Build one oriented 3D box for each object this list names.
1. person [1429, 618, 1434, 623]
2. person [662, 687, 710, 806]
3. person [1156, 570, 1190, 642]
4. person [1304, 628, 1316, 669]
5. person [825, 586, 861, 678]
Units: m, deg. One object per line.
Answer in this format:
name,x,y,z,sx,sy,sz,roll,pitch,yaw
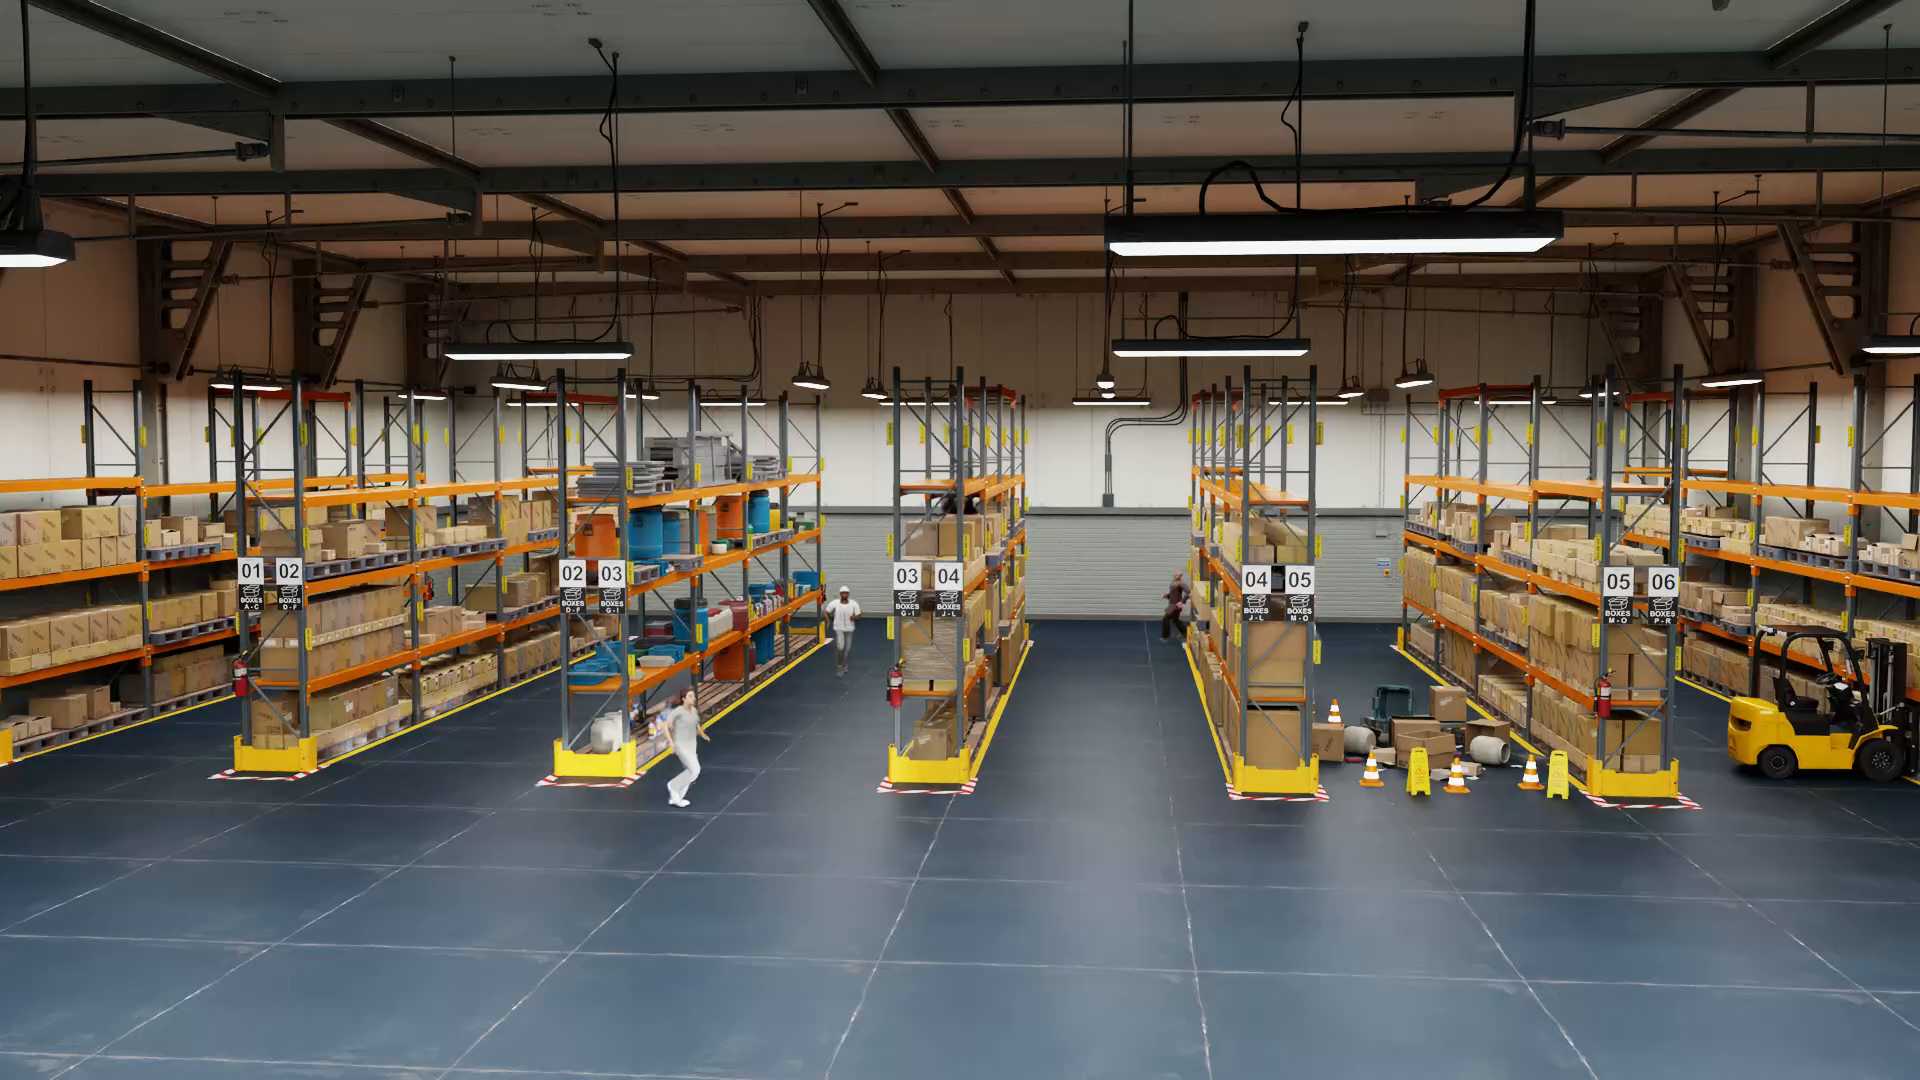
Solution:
person,11.537,1.689,39.970,0.723,1.654,0.625,0,4,1
person,-3.670,2.792,22.394,0.633,1.619,0.549,2,4,28
person,5.219,1.633,40.396,0.874,1.801,0.759,0,4,-3
person,6.782,2.143,32.817,0.537,1.586,0.881,0,4,-1
person,-2.292,1.820,32.870,0.675,1.823,0.687,-1,4,-14
